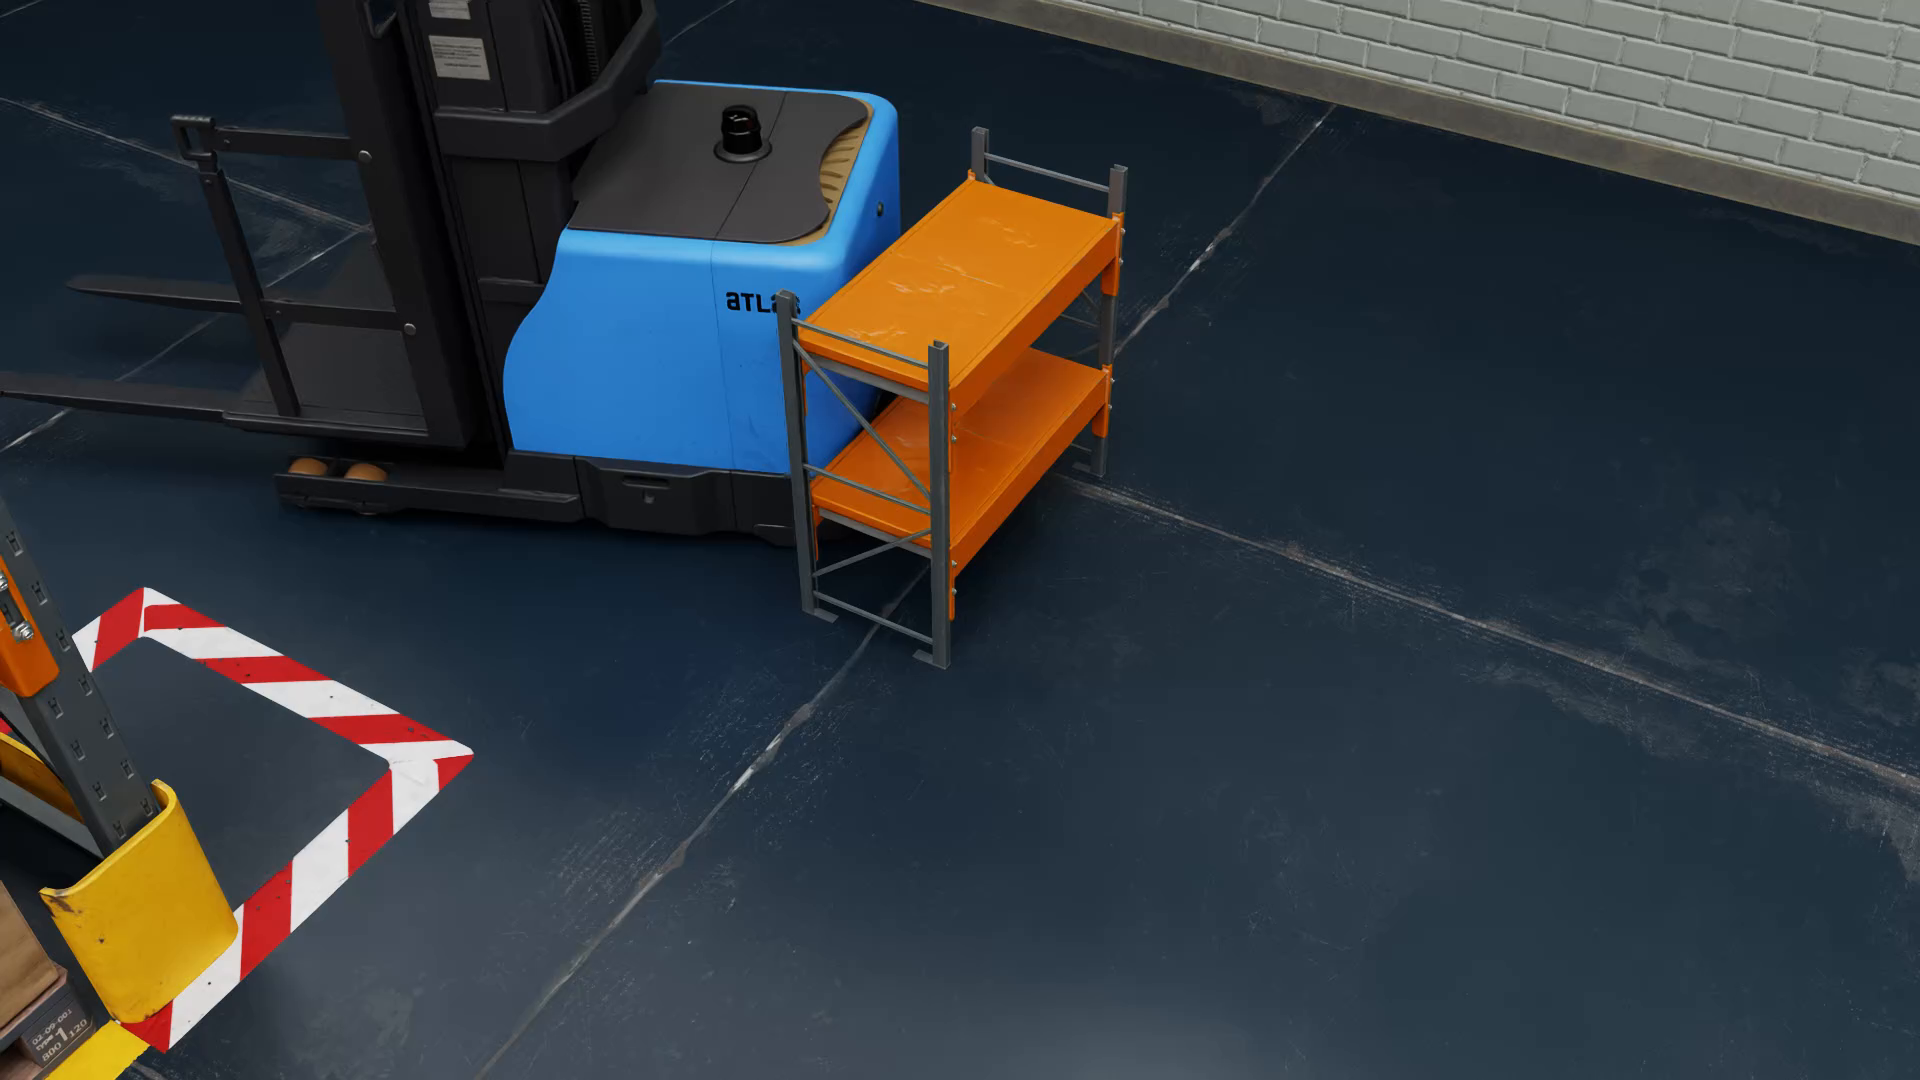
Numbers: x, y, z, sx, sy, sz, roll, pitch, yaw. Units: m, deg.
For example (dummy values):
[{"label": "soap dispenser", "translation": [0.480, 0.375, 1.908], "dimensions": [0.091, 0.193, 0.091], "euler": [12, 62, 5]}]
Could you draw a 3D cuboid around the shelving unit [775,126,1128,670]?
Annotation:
[{"label": "shelving unit", "translation": [0.003, -0.426, 4.883], "dimensions": [0.538, 1.125, 1.048], "euler": [21, 45, 22]}]

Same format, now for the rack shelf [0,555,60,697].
[{"label": "rack shelf", "translation": [-3.327, 1.118, 2.256], "dimensions": [1.077, 0.370, 4.000], "euler": [21, 45, 22]}]

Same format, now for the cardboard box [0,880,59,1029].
[{"label": "cardboard box", "translation": [-2.385, 0.869, 3.552], "dimensions": [0.500, 0.500, 0.500], "euler": [21, 45, 22]}]

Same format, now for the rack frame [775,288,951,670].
[{"label": "rack frame", "translation": [-0.251, -0.135, 4.552], "dimensions": [0.500, 1.125, 0.032], "euler": [21, 45, 22]}]

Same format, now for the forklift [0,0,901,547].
[{"label": "forklift", "translation": [-1.741, -1.520, 4.758], "dimensions": [3.031, 2.935, 1.130], "euler": [5, 42, 6]}]

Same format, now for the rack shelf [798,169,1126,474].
[{"label": "rack shelf", "translation": [0.003, -0.646, 4.689], "dimensions": [0.538, 0.278, 1.000], "euler": [21, 45, 22]}]

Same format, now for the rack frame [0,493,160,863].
[{"label": "rack frame", "translation": [-2.327, -0.297, 3.317], "dimensions": [1.000, 3.000, 0.127], "euler": [21, 45, 22]}]

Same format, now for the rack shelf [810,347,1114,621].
[{"label": "rack shelf", "translation": [0.003, -0.243, 5.044], "dimensions": [0.538, 0.278, 1.000], "euler": [21, 45, 22]}]

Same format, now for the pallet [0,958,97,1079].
[{"label": "pallet", "translation": [-2.763, 1.250, 3.671], "dimensions": [1.003, 0.211, 1.213], "euler": [21, 45, 22]}]

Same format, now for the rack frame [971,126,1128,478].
[{"label": "rack frame", "translation": [0.258, -0.717, 5.213], "dimensions": [0.500, 1.125, 0.032], "euler": [21, 45, 22]}]

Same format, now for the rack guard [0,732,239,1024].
[{"label": "rack guard", "translation": [-2.365, 0.685, 4.094], "dimensions": [1.175, 0.500, 0.348], "euler": [21, 45, 22]}]
